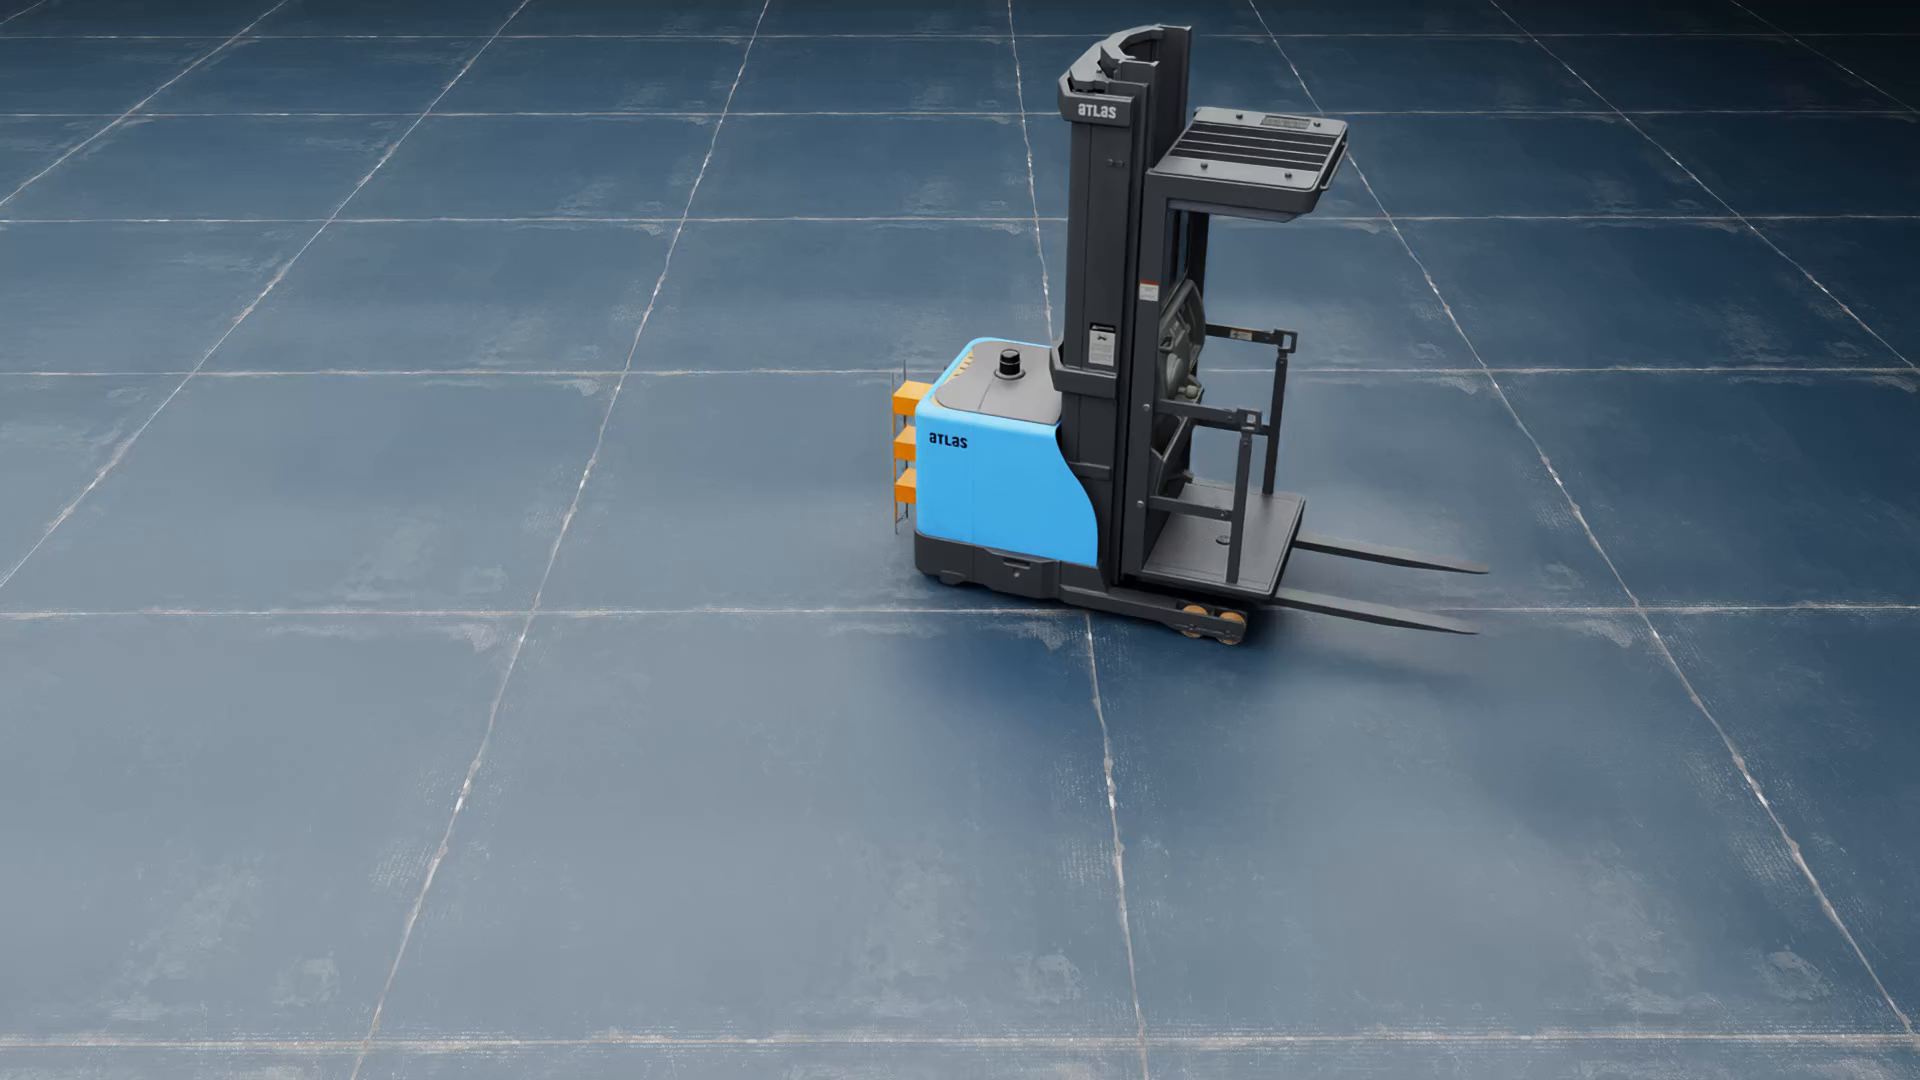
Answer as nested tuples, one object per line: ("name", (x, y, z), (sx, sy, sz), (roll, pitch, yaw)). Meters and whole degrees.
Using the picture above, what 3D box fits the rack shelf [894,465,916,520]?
("rack shelf", (-0.227, -0.254, 9.602), (0.240, 0.259, 0.215), (10, 33, 17))

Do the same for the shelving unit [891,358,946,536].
("shelving unit", (-0.227, -0.501, 9.453), (0.252, 1.050, 0.215), (10, 33, 17))

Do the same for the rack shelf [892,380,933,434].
("rack shelf", (-0.227, -0.734, 9.311), (0.240, 0.259, 0.215), (10, 33, 17))

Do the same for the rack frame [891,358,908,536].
("rack frame", (-0.342, -0.522, 9.488), (0.008, 1.050, 0.200), (10, 33, 17))

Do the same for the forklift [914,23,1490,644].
("forklift", (1.321, -1.016, 8.489), (3.031, 2.935, 1.130), (10, 33, 17))

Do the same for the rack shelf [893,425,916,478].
("rack shelf", (-0.227, -0.492, 9.458), (0.240, 0.259, 0.215), (10, 33, 17))

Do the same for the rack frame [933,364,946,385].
("rack frame", (-0.112, -0.480, 9.418), (0.008, 1.050, 0.200), (10, 33, 17))
